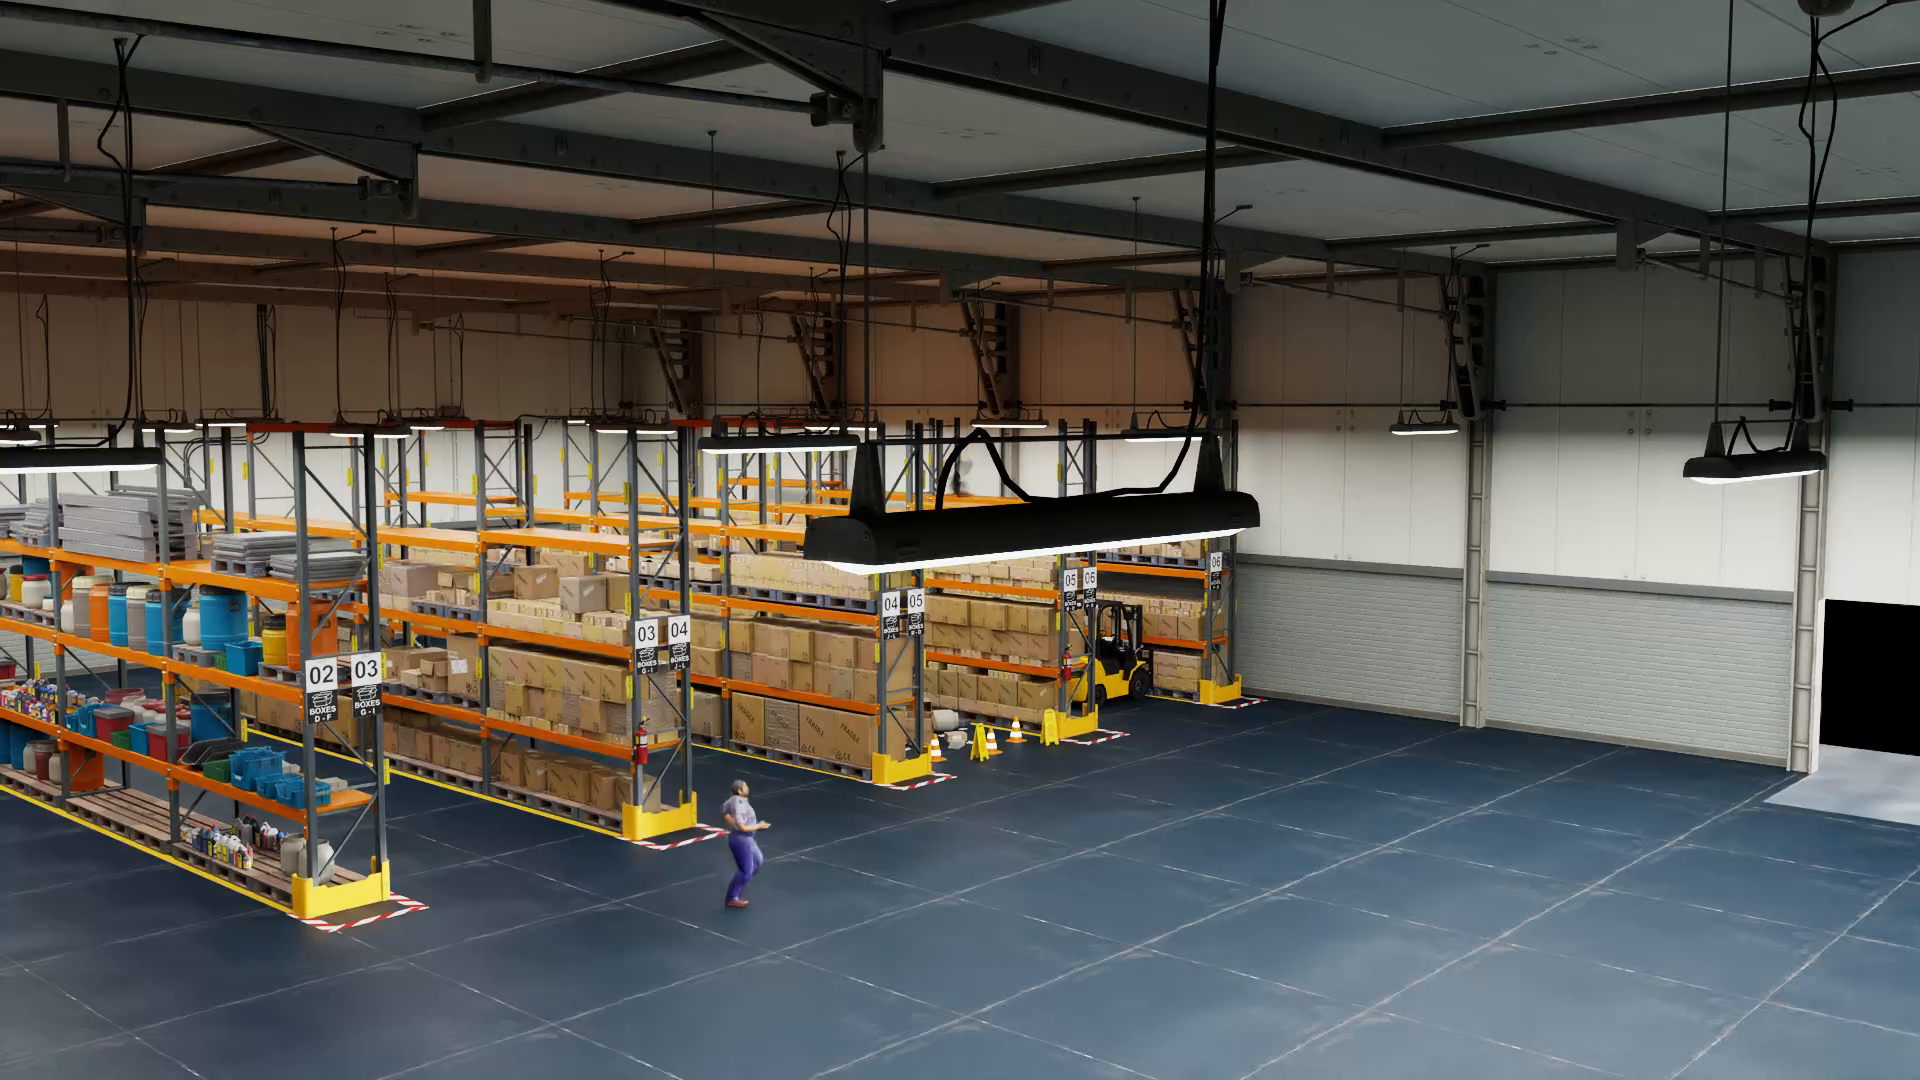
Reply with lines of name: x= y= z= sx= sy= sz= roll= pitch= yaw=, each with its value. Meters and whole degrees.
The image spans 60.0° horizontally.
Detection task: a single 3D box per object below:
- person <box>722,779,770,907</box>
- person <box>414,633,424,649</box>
person: x=-2.696 y=3.806 z=20.974 sx=0.576 sy=1.618 sz=0.591 roll=-1 pitch=5 yaw=-14
person: x=-13.268 y=2.115 z=40.205 sx=0.658 sy=1.757 sz=1.023 roll=3 pitch=5 yaw=29
